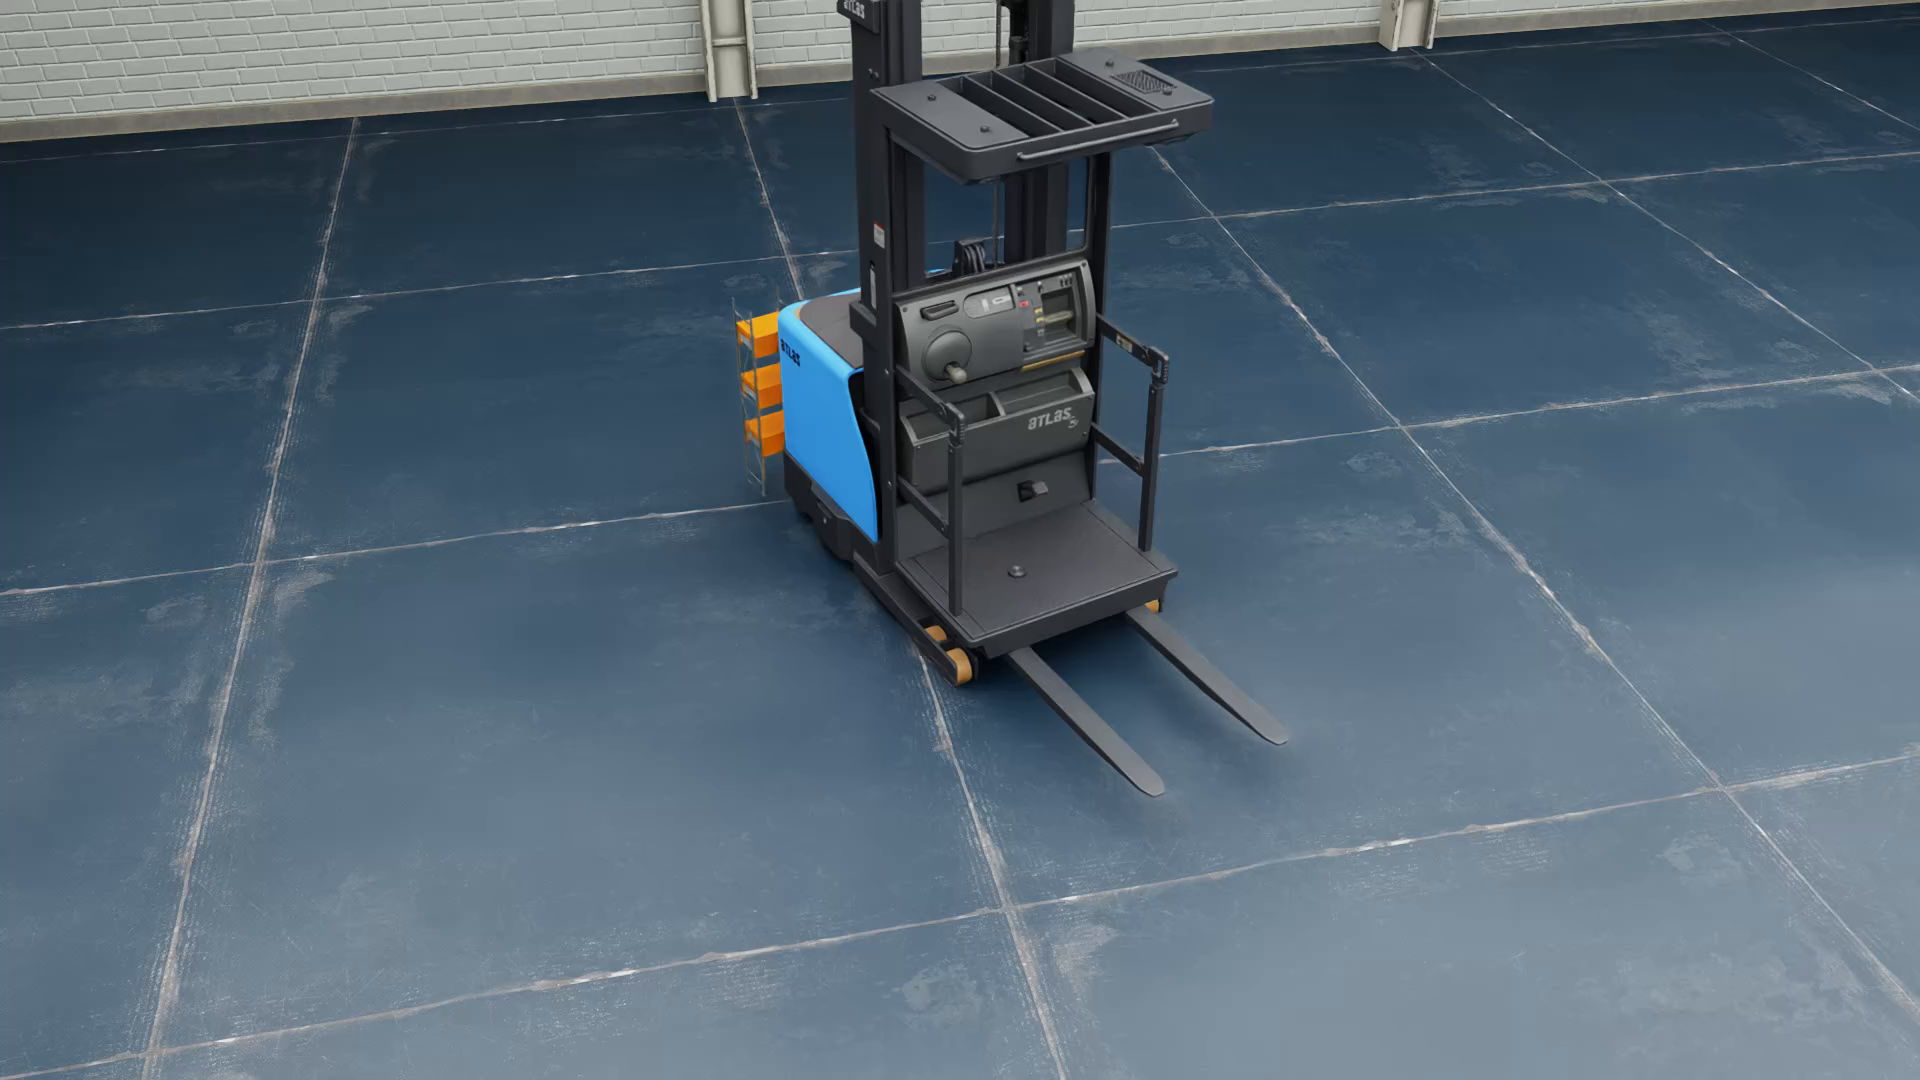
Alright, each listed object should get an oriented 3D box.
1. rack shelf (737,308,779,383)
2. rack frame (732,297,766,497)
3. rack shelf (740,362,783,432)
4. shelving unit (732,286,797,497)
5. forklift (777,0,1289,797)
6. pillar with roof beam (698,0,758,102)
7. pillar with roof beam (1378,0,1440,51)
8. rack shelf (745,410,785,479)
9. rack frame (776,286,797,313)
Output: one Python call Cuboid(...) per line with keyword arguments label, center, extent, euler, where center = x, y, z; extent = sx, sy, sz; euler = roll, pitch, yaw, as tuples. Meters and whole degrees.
Cuboid(label="rack shelf", center=(-0.957, -0.968, 8.261), extent=(0.240, 0.259, 0.215), euler=(-20, 39, -27))
Cuboid(label="rack frame", center=(-1.059, -0.705, 8.358), extent=(0.008, 1.050, 0.200), euler=(-20, 39, -27))
Cuboid(label="rack shelf", center=(-0.957, -0.733, 8.419), extent=(0.240, 0.259, 0.215), euler=(-20, 39, -27))
Cuboid(label="shelving unit", center=(-0.957, -0.742, 8.413), extent=(0.252, 1.050, 0.215), euler=(-20, 39, -27))
Cuboid(label="forklift", center=(0.276, -0.869, 6.915), extent=(1.130, 2.935, 3.031), euler=(-18, 38, -24))
Cuboid(label="pillar with roof beam", center=(-0.935, -5.083, 7.749), extent=(0.400, 9.000, 9.100), euler=(-7, 35, -11))
Cuboid(label="pillar with roof beam", center=(4.917, -5.821, 8.848), extent=(0.400, 9.000, 9.100), euler=(-7, 35, -11))
Cuboid(label="rack shelf", center=(-0.957, -0.502, 8.574), extent=(0.240, 0.259, 0.215), euler=(-20, 39, -27))
Cuboid(label="rack frame", center=(-0.854, -0.778, 8.468), extent=(0.008, 1.050, 0.200), euler=(-20, 39, -27))
